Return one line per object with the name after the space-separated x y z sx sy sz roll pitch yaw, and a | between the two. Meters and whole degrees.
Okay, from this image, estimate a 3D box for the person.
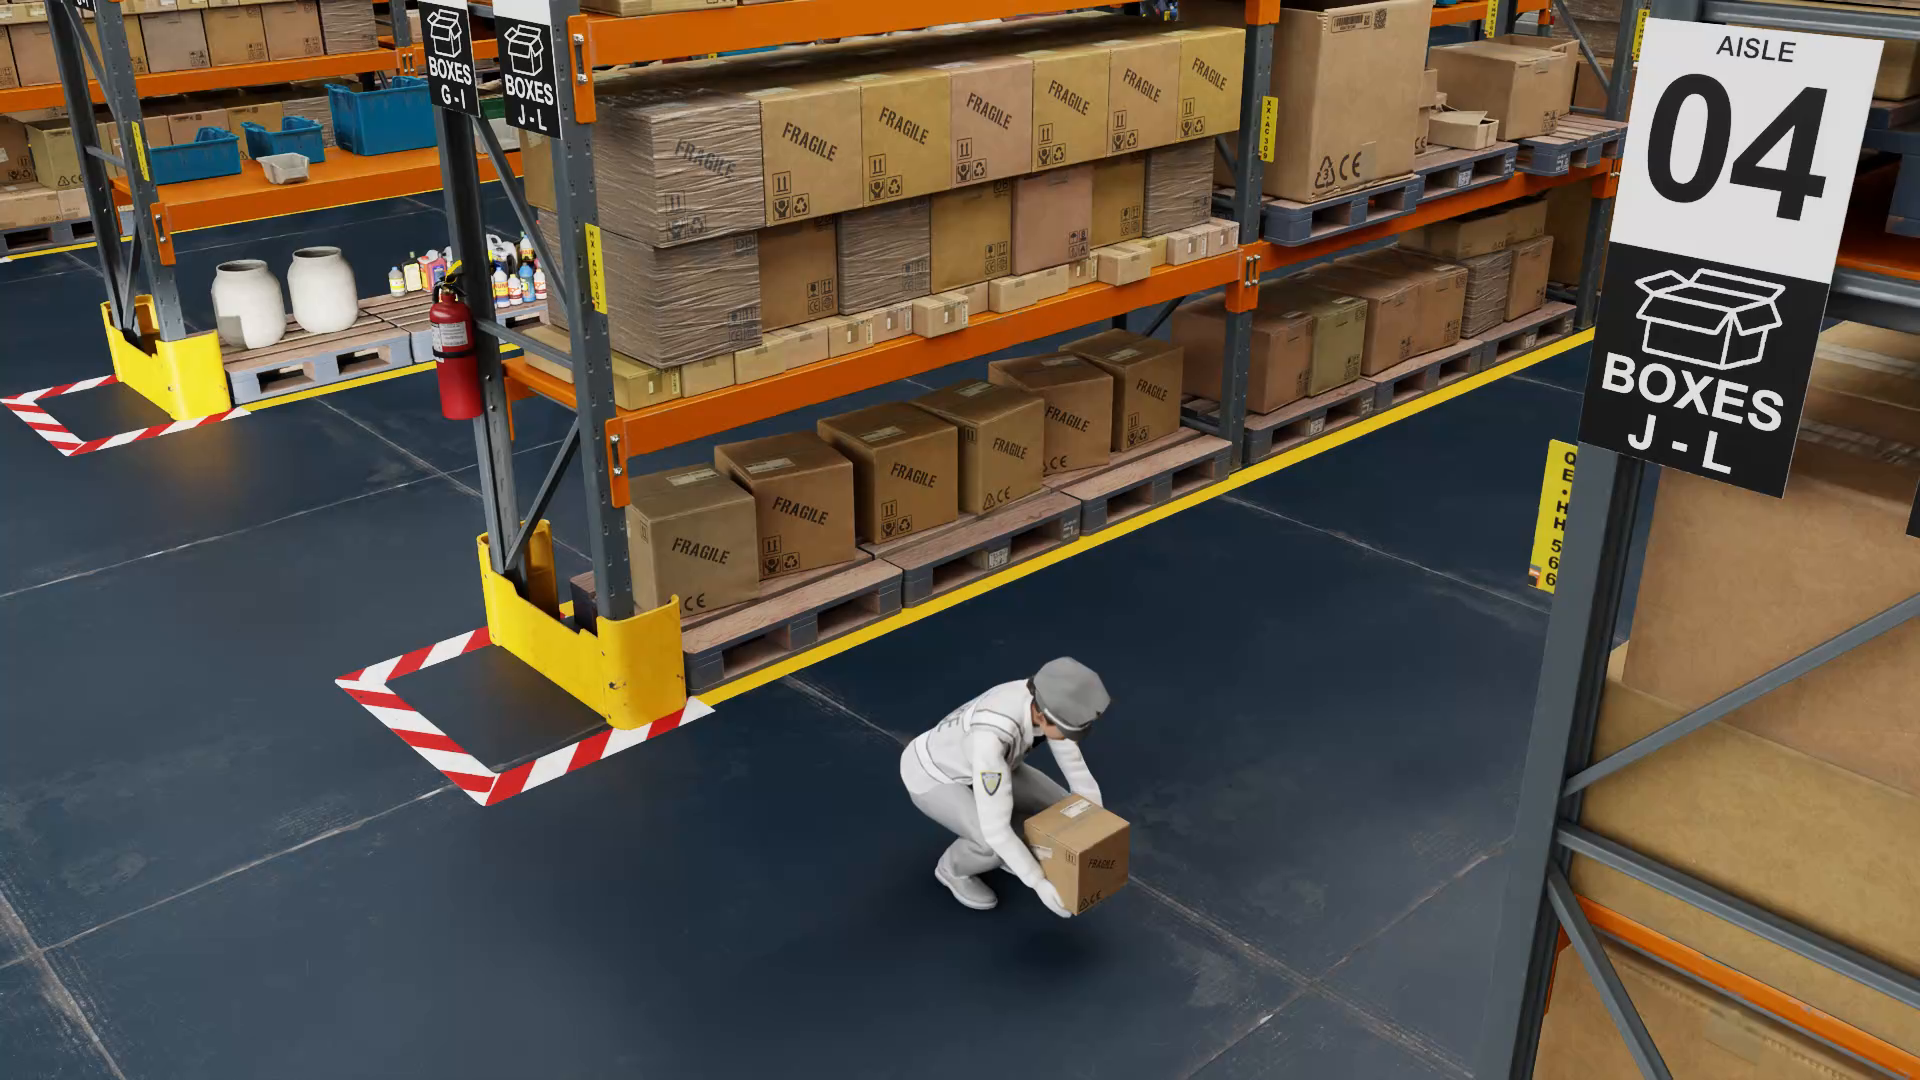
0.158 0.808 5.692 0.499 0.964 0.822 -21 32 -38 | person
